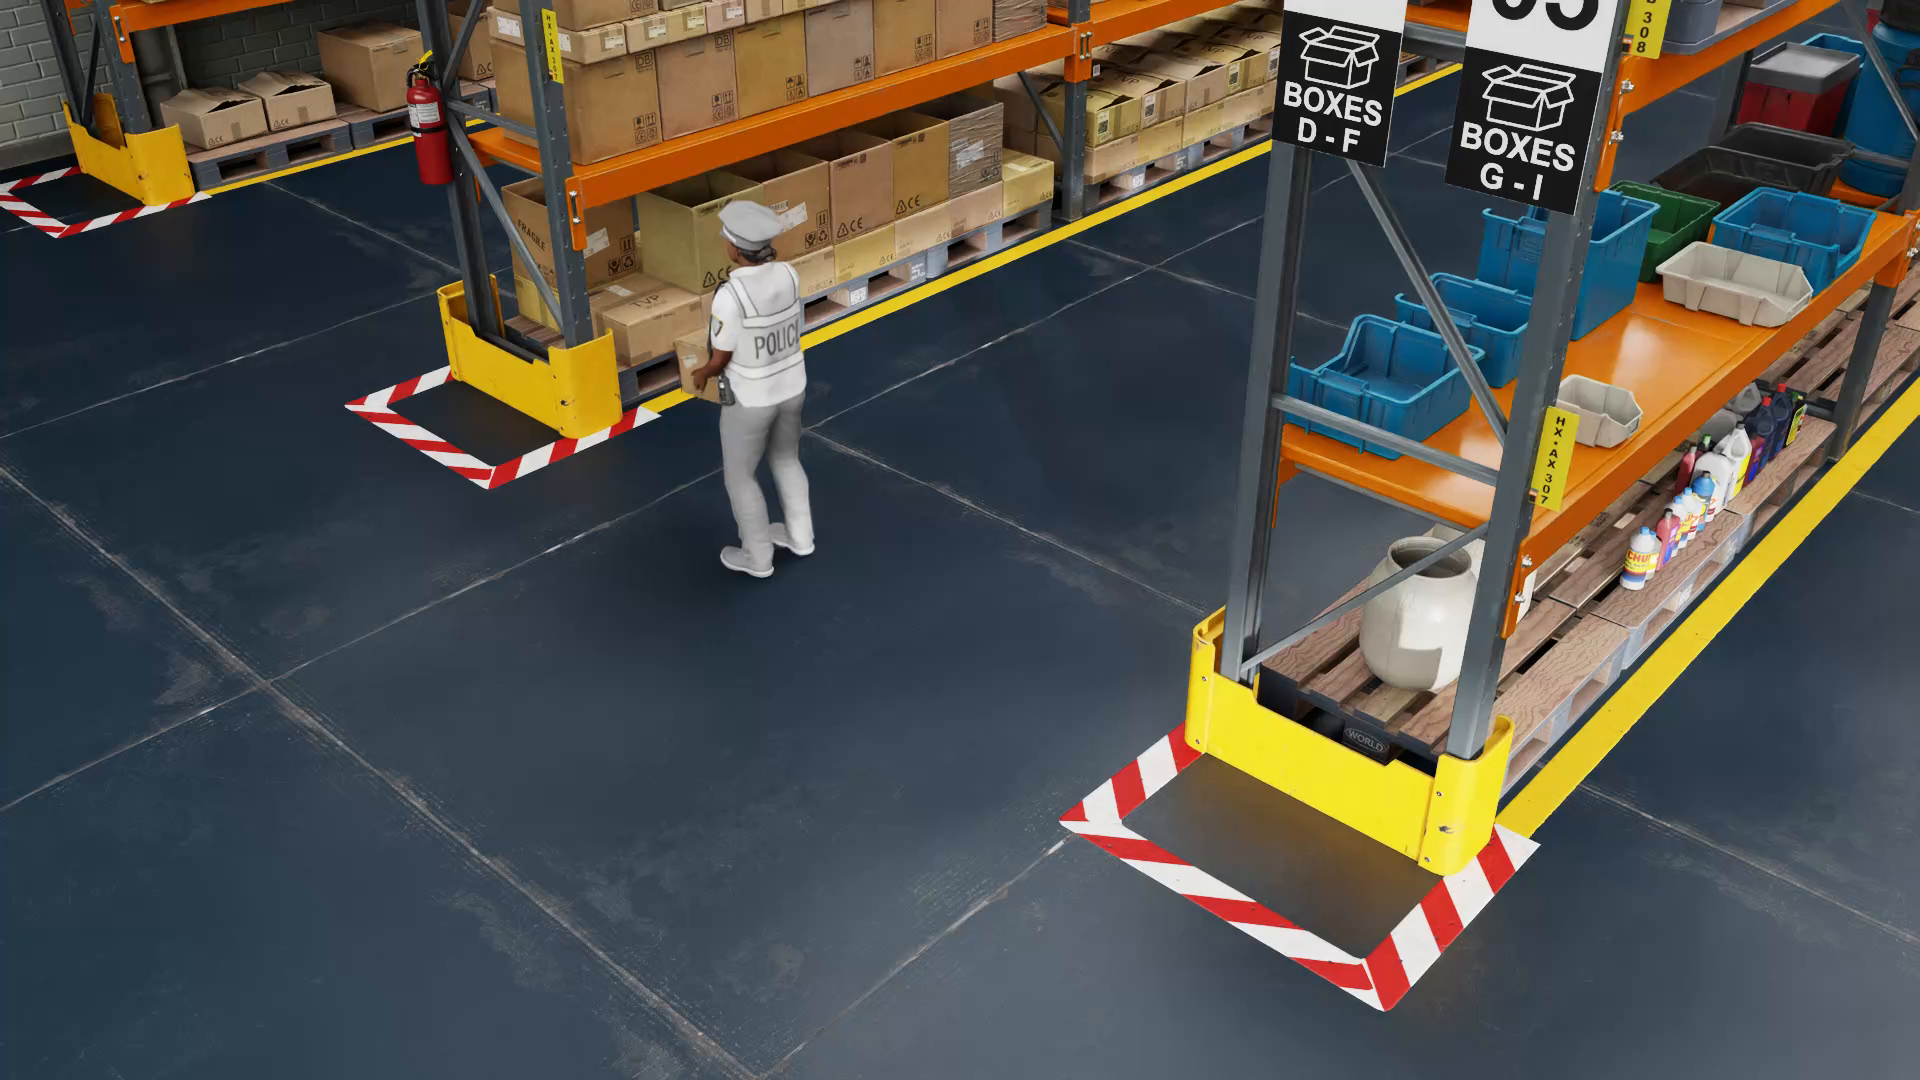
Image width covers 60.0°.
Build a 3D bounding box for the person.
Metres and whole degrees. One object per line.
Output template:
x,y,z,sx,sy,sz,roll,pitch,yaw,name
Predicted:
-0.905,-0.650,7.166,0.478,1.690,0.473,25,39,35,person
